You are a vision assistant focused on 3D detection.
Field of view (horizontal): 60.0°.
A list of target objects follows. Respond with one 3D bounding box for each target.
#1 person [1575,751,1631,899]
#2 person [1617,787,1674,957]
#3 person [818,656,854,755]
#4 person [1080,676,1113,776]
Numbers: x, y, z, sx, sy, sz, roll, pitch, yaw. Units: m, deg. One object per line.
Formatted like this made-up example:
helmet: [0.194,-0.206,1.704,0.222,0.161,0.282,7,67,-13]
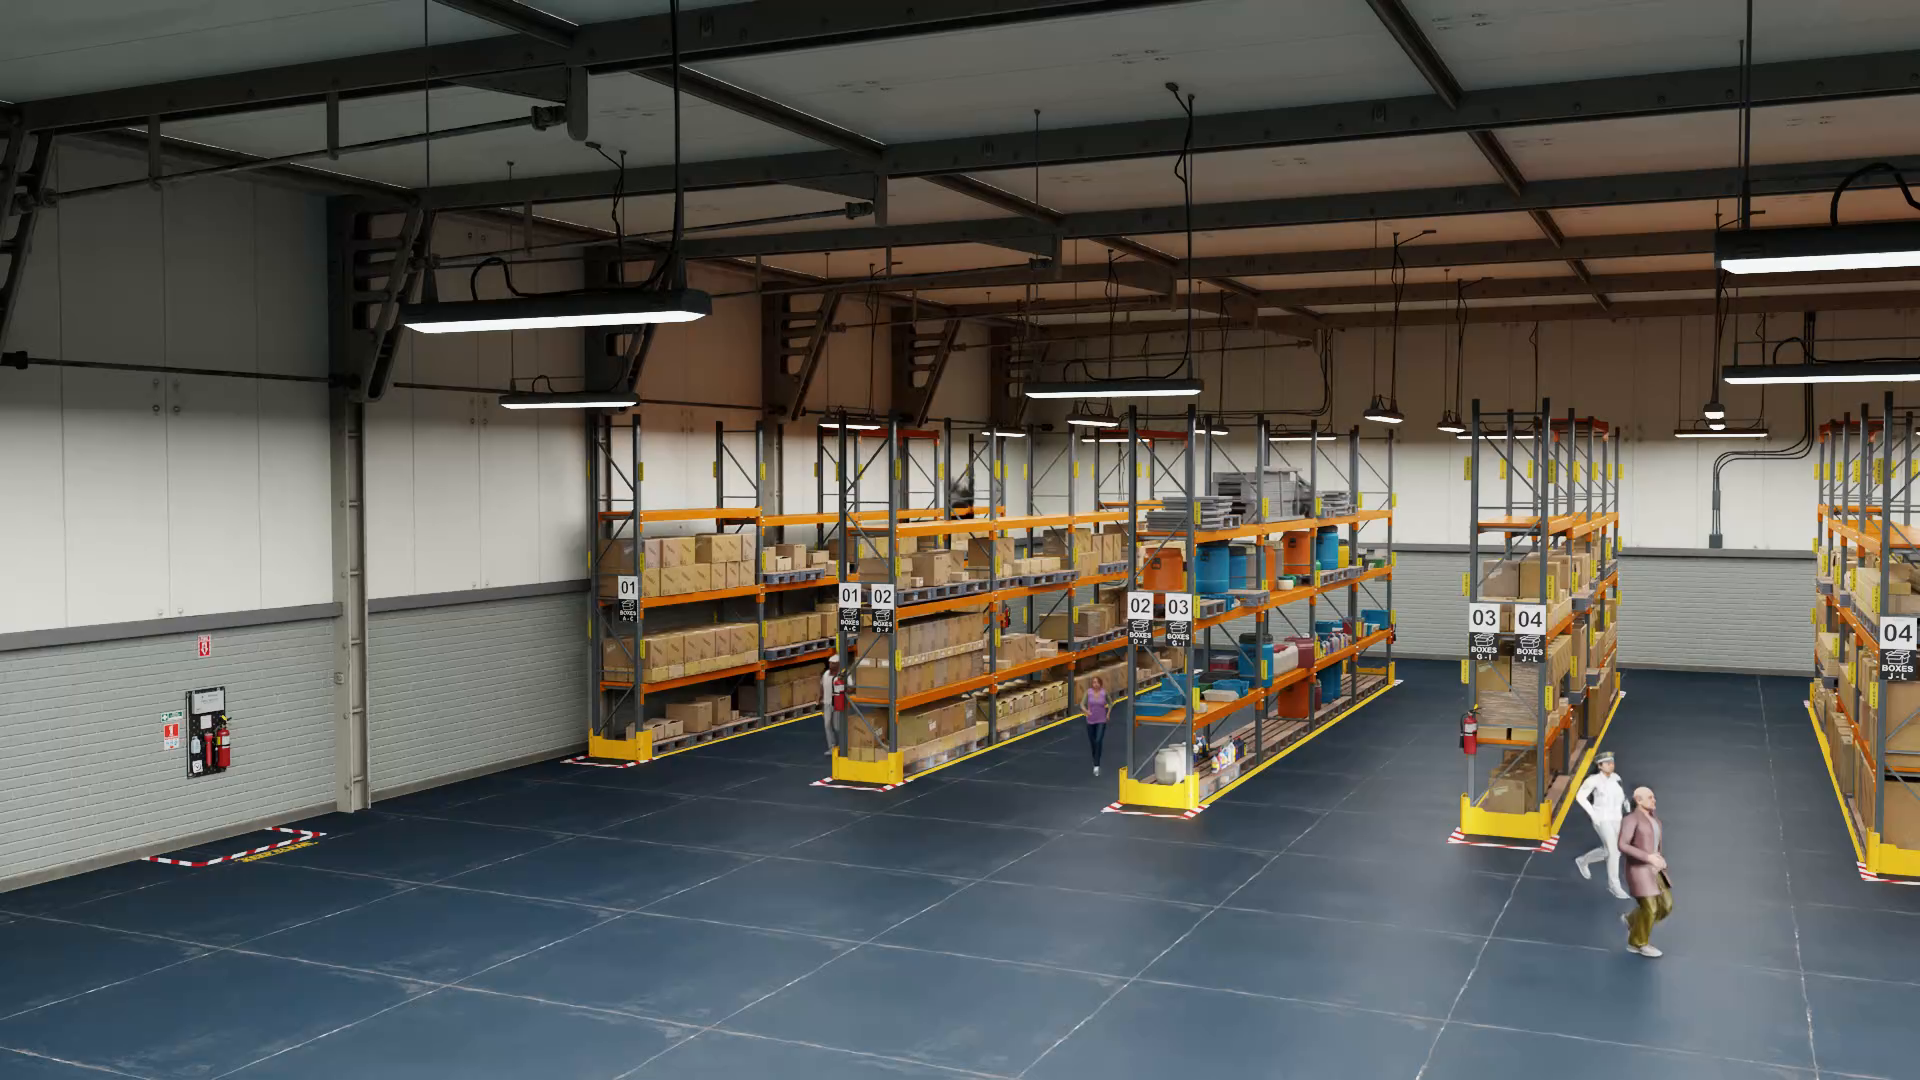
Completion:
person: [7.685,3.349,19.808,0.608,1.703,0.785,-1,3,-24]
person: [7.100,3.423,17.196,0.728,1.734,0.639,-2,3,-36]
person: [-2.208,2.920,29.577,0.713,1.749,0.729,1,3,25]
person: [2.267,3.060,27.731,0.537,1.607,0.799,1,2,13]
